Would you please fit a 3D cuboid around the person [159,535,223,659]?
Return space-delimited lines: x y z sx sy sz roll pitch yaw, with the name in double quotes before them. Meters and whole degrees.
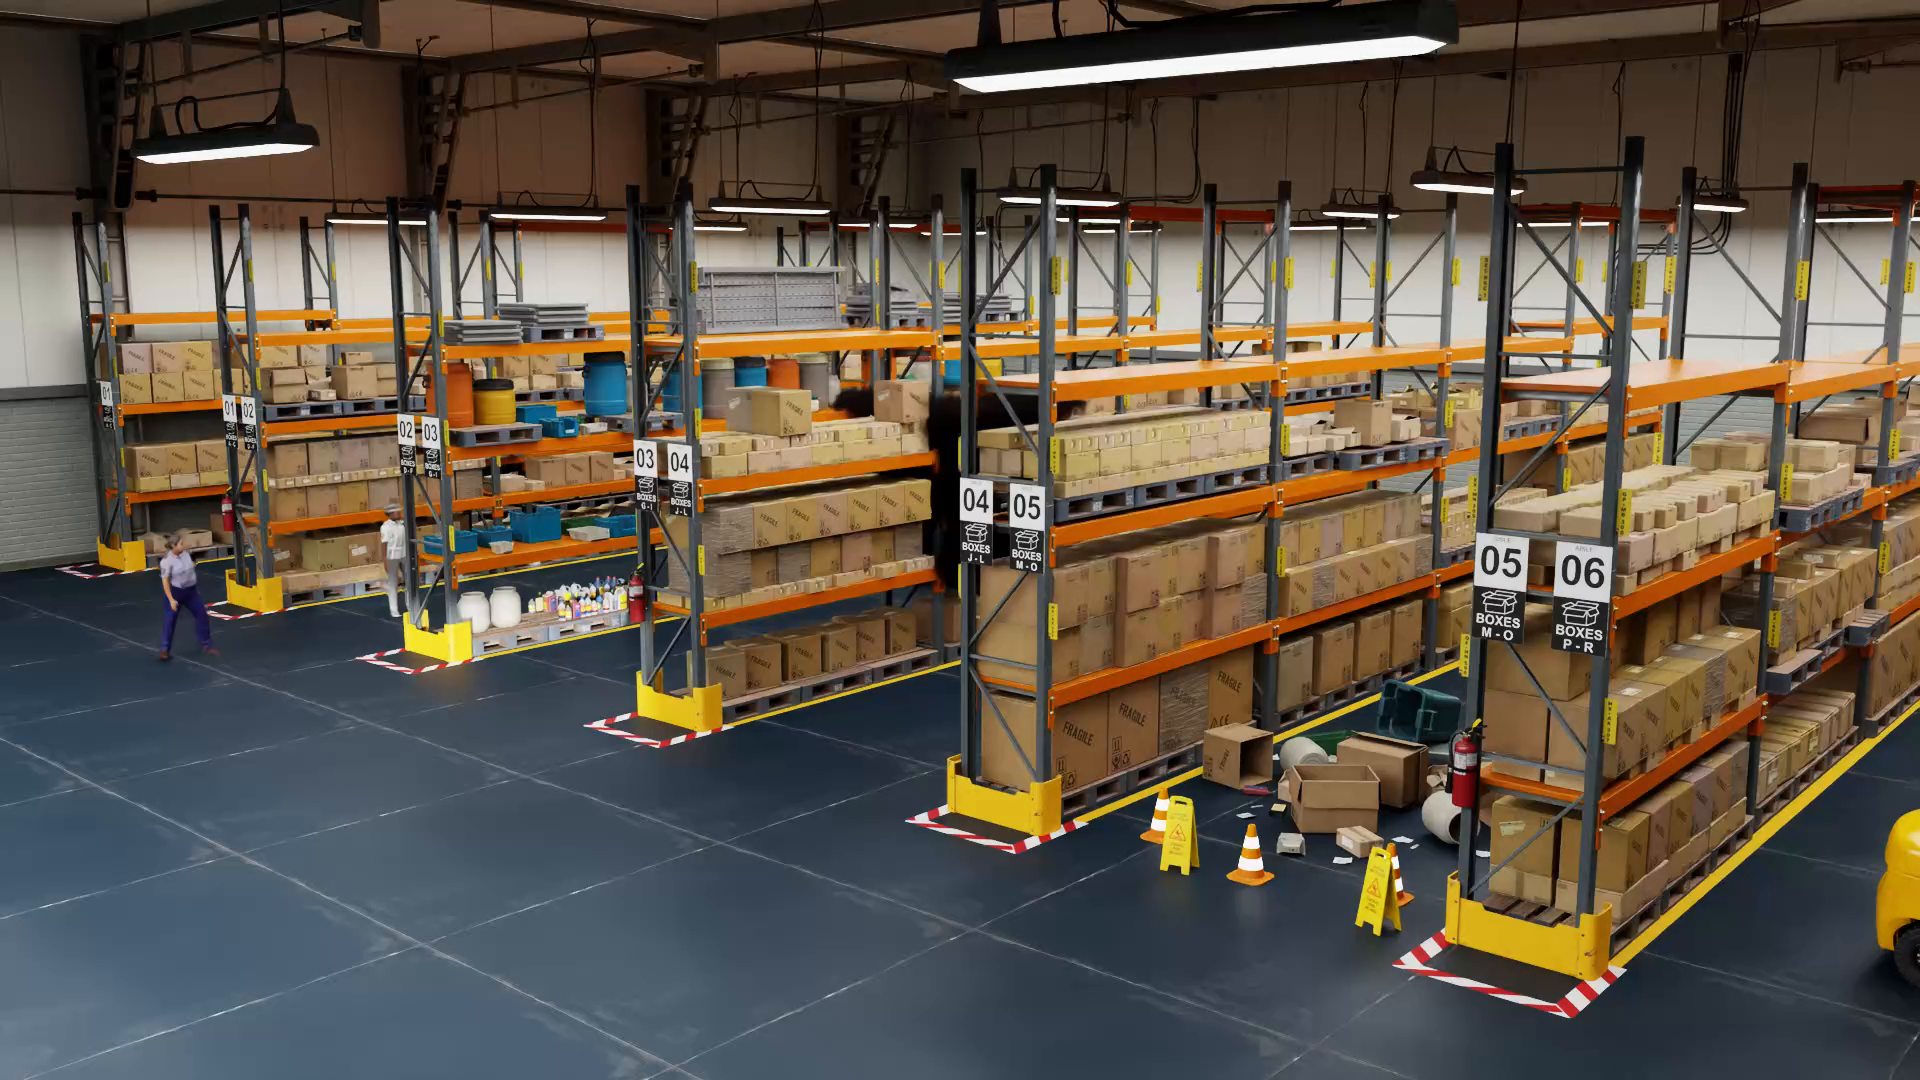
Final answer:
"person" -10.227 0.755 21.921 0.559 1.657 0.690 7 12 35

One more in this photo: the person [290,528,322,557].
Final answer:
"person" -10.778 -0.245 27.452 0.567 1.768 0.582 3 10 20

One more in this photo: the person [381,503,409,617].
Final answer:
"person" -8.283 0.311 24.528 0.528 1.735 0.360 -8 13 -41
